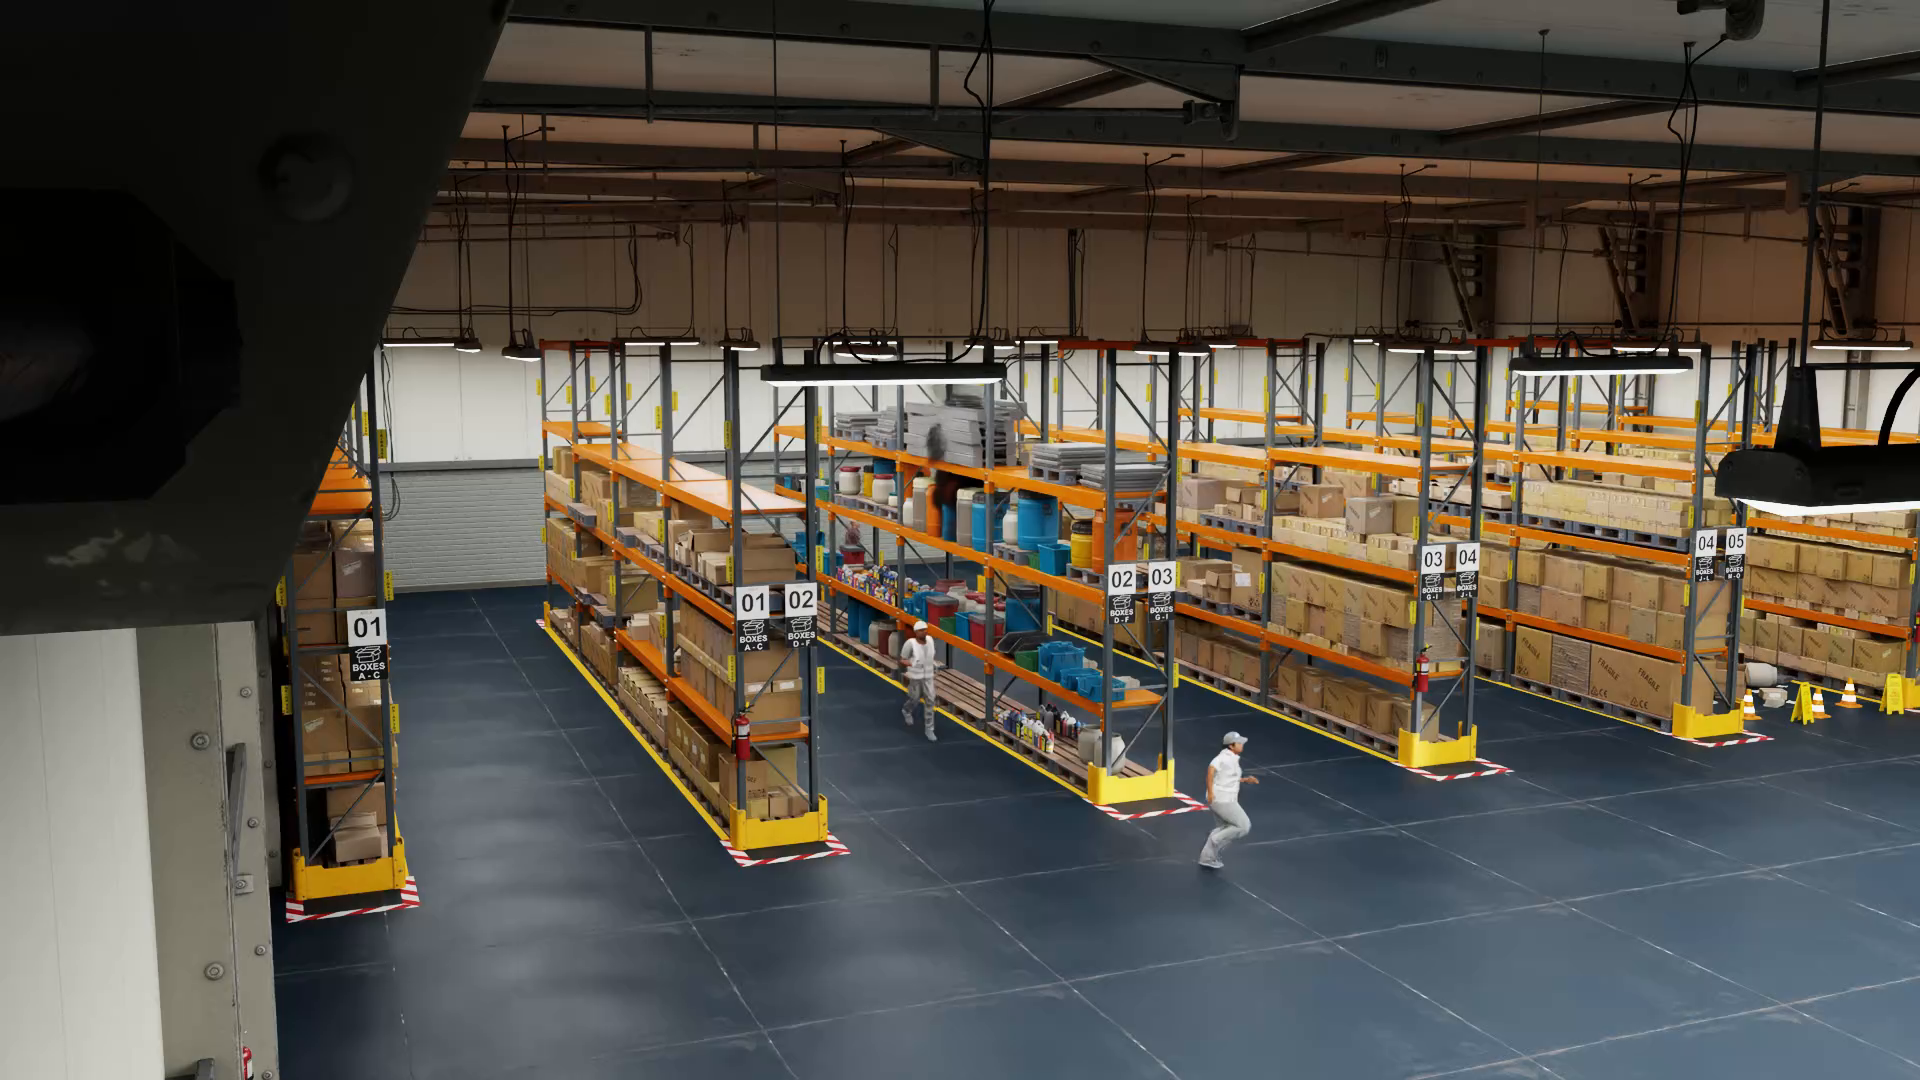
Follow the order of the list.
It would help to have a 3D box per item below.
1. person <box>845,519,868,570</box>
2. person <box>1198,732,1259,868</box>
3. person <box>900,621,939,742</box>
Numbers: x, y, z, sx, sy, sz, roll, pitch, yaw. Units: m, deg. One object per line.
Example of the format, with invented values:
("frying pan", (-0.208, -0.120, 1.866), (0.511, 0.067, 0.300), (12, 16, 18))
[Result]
("person", (-2.564, 0.353, 39.466), (0.831, 1.779, 0.937), (1, 7, 7))
("person", (3.117, 3.027, 19.303), (0.679, 1.617, 0.643), (2, 8, 11))
("person", (-0.620, 2.126, 25.594), (0.682, 1.807, 0.985), (-3, 8, -25))
